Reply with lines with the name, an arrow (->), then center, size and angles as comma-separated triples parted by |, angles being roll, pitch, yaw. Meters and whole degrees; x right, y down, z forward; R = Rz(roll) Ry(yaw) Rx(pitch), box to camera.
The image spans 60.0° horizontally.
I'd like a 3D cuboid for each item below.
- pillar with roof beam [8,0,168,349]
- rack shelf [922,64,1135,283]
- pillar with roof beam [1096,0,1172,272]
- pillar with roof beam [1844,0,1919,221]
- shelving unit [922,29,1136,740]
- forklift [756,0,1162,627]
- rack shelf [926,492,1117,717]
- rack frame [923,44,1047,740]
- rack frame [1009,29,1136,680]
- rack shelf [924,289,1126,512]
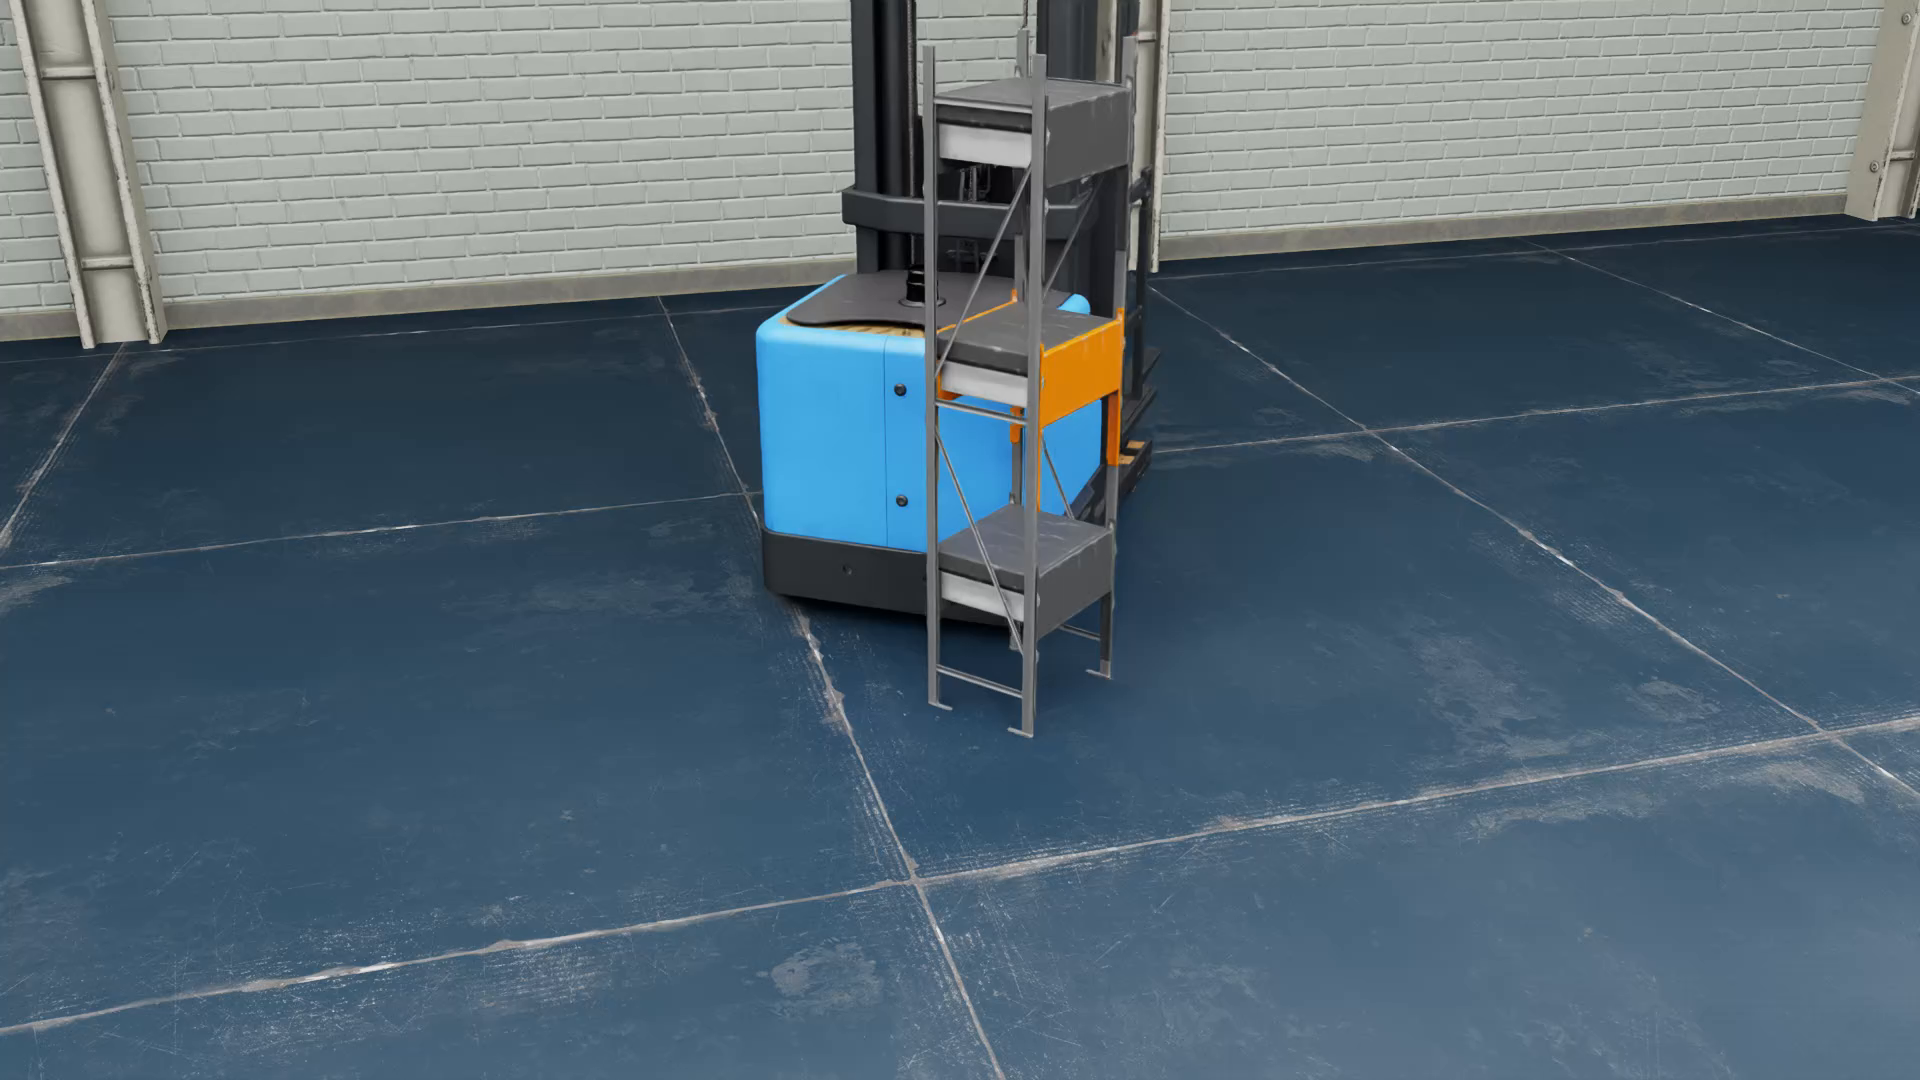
pillar with roof beam -> -3.554, -3.642, 3.826 | 0.400, 9.000, 9.100 | -6, 24, -14
rack shelf -> 0.203, -1.088, 4.882 | 0.431, 0.518, 0.480 | 15, 28, 32
pillar with roof beam -> 2.223, -4.281, 5.316 | 0.400, 9.000, 9.100 | -6, 24, -14
pillar with roof beam -> 8.000, -4.920, 6.805 | 0.400, 9.000, 9.100 | -6, 24, -14
shelving unit -> 0.203, -0.457, 5.152 | 0.431, 2.100, 0.503 | 15, 28, 32
forklift -> 0.221, -1.595, 6.751 | 1.130, 2.935, 3.031 | 8, 24, 17
rack shelf -> 0.203, 0.199, 5.434 | 0.431, 0.518, 0.480 | 15, 28, 32
rack frame -> 0.064, -0.378, 4.968 | 0.400, 2.100, 0.015 | 15, 28, 32
rack frame -> 0.342, -0.536, 5.337 | 0.400, 2.100, 0.015 | 15, 28, 32
rack shelf -> 0.203, -0.445, 5.158 | 0.431, 0.518, 0.480 | 15, 28, 32
